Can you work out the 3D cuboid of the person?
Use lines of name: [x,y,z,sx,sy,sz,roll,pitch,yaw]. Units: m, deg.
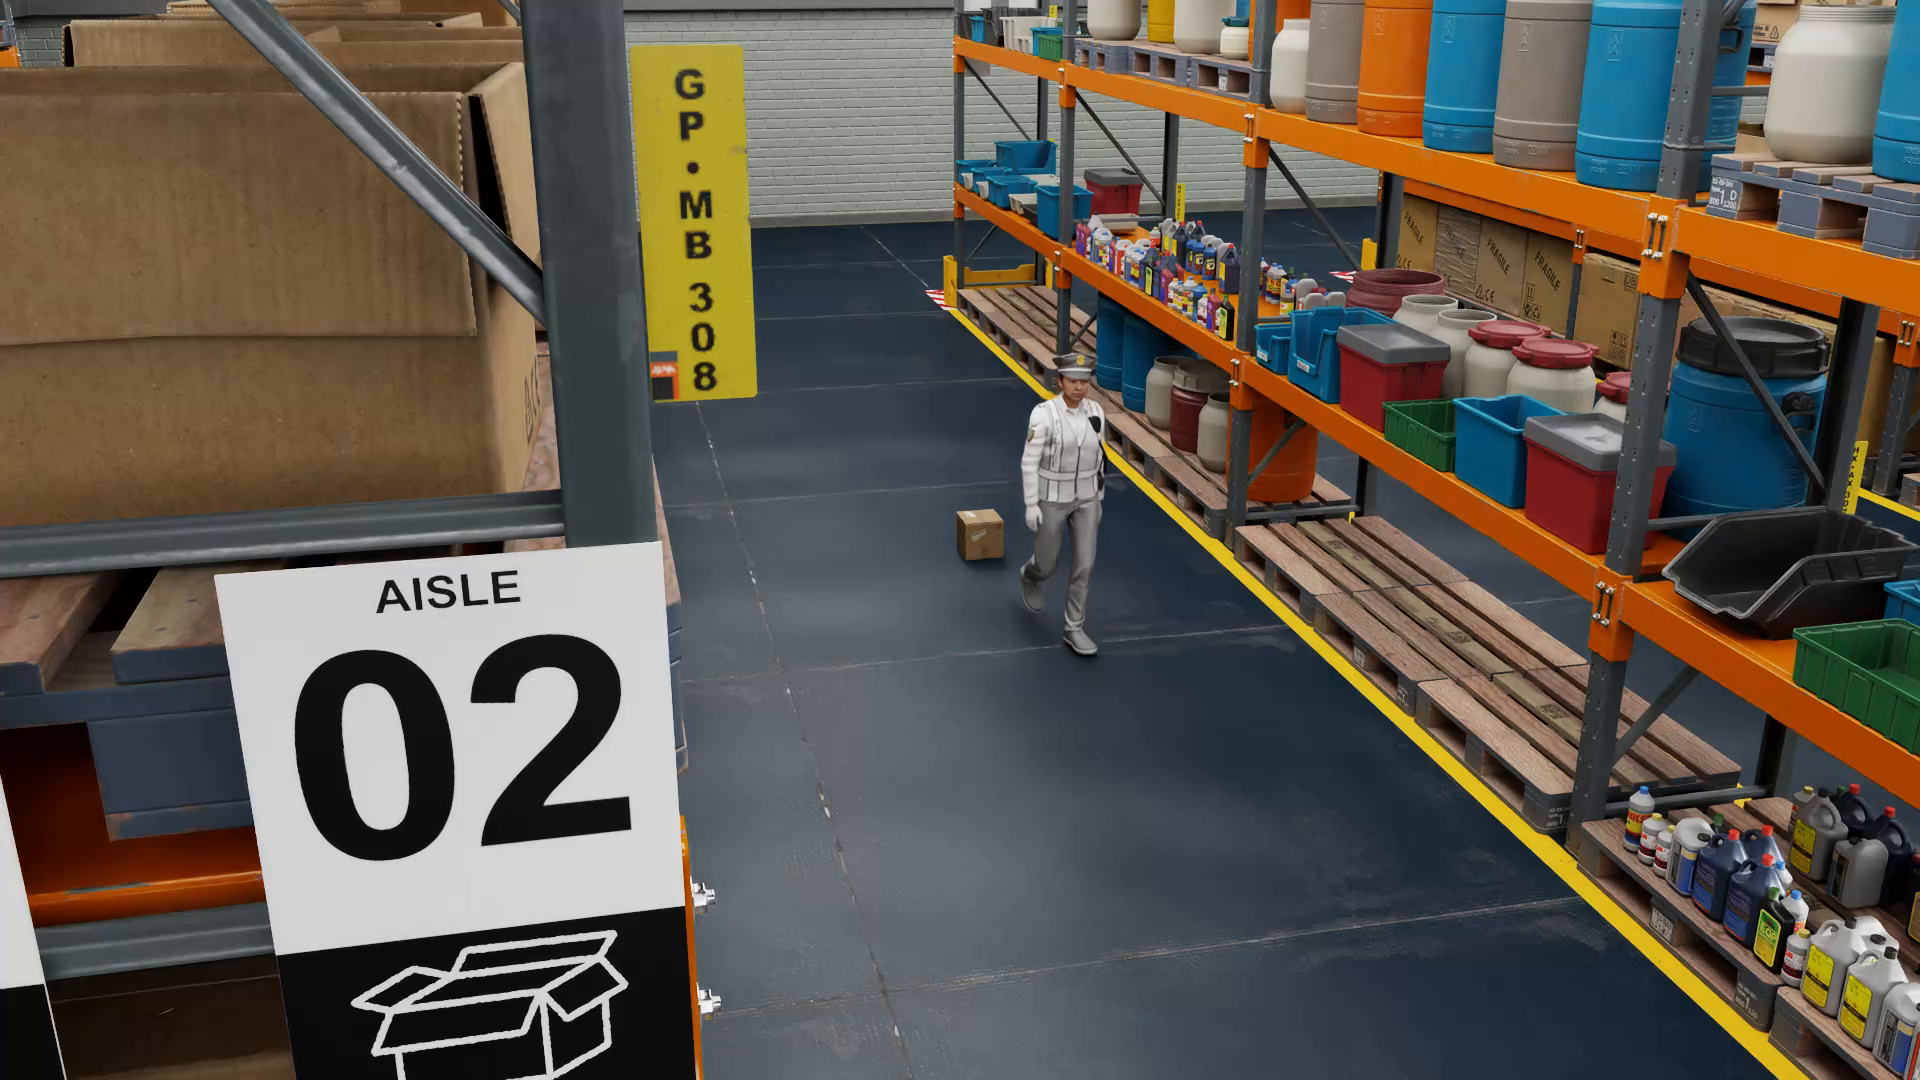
person: [0.552,-0.250,9.186,0.495,1.662,0.732,-7,21,-18]
